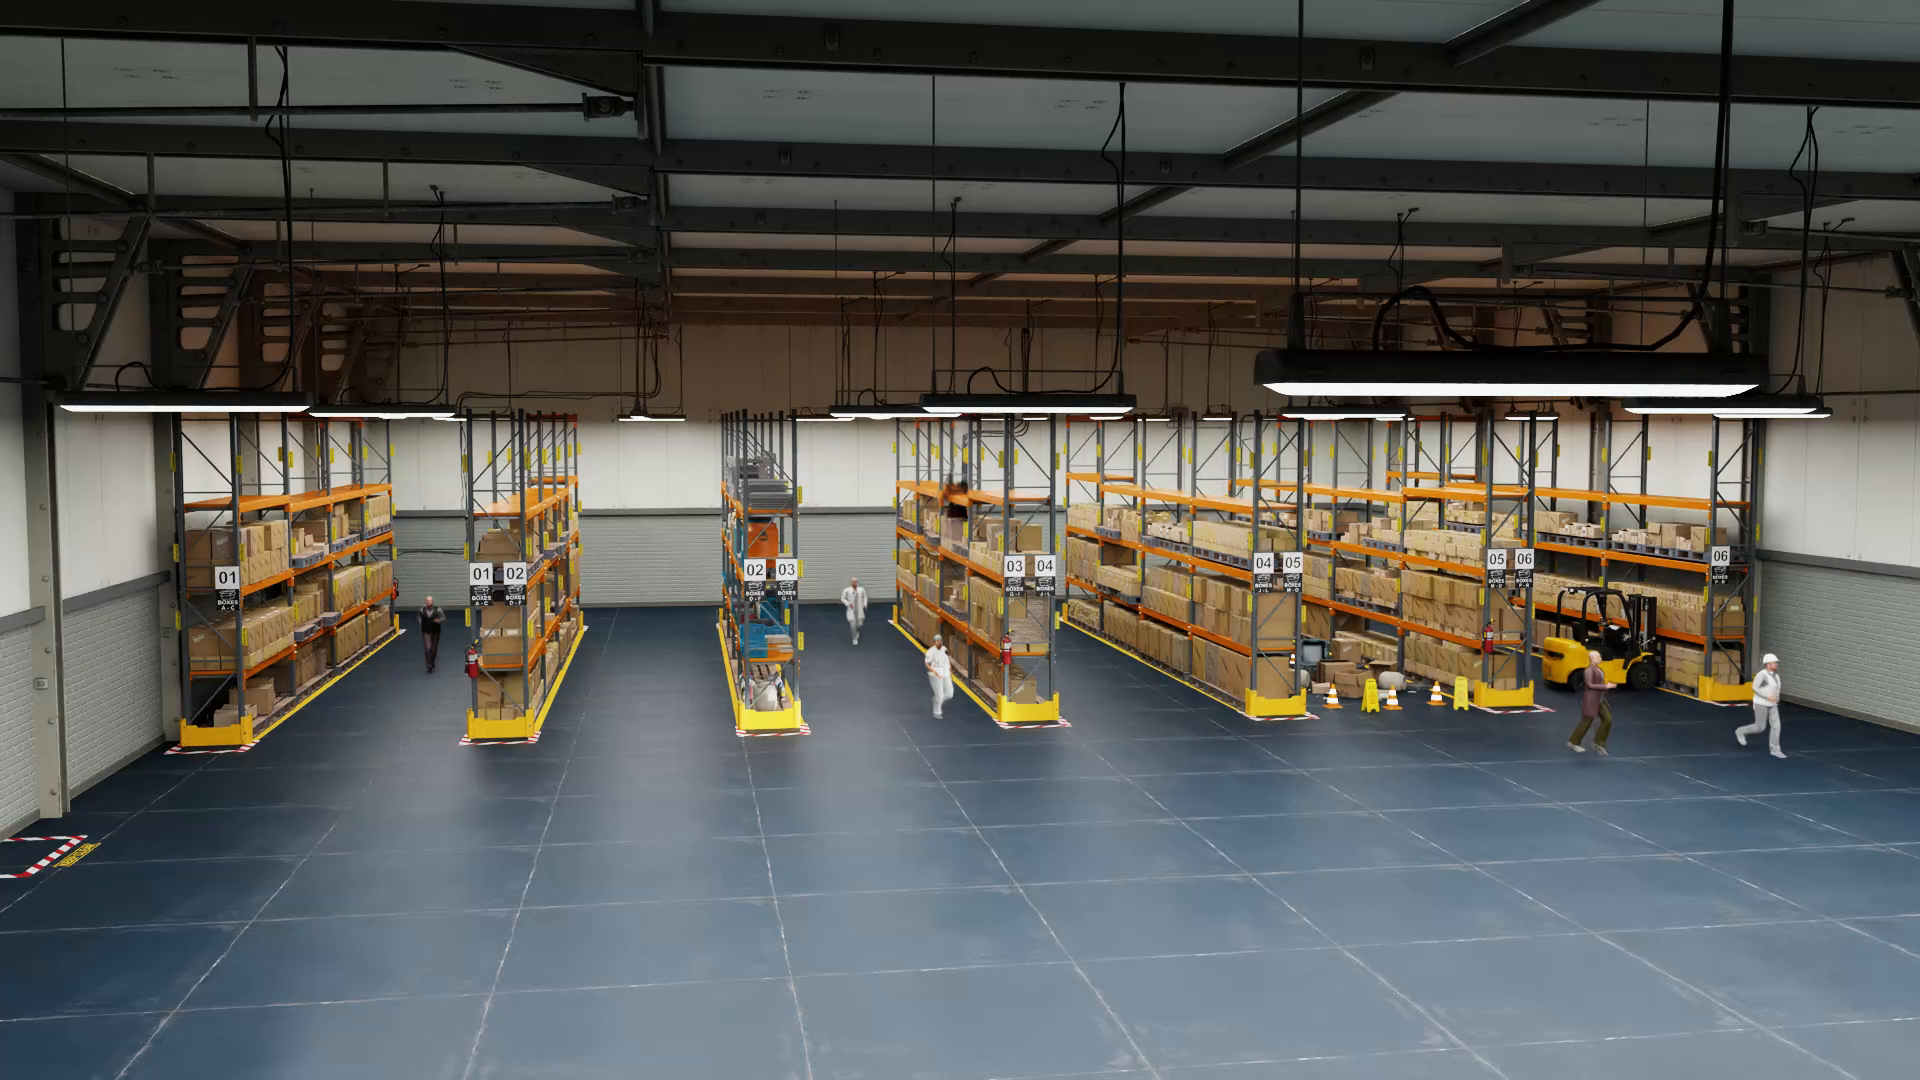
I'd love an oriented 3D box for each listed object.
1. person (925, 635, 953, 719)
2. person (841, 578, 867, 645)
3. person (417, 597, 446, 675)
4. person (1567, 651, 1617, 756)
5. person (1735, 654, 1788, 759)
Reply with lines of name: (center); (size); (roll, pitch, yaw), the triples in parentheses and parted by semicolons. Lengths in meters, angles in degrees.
person: (-0.383, 2.659, 32.399); (0.611, 1.633, 0.493); (-3, 5, -33)
person: (-2.740, 1.846, 43.296); (0.711, 1.735, 0.636); (-1, 4, -15)
person: (-12.204, 2.181, 38.444); (0.638, 1.759, 0.877); (-1, 4, -19)
person: (10.934, 2.836, 28.736); (0.840, 1.857, 0.708); (4, 6, 44)
person: (13.919, 2.841, 28.783); (0.682, 1.768, 0.960); (-3, 5, -33)
